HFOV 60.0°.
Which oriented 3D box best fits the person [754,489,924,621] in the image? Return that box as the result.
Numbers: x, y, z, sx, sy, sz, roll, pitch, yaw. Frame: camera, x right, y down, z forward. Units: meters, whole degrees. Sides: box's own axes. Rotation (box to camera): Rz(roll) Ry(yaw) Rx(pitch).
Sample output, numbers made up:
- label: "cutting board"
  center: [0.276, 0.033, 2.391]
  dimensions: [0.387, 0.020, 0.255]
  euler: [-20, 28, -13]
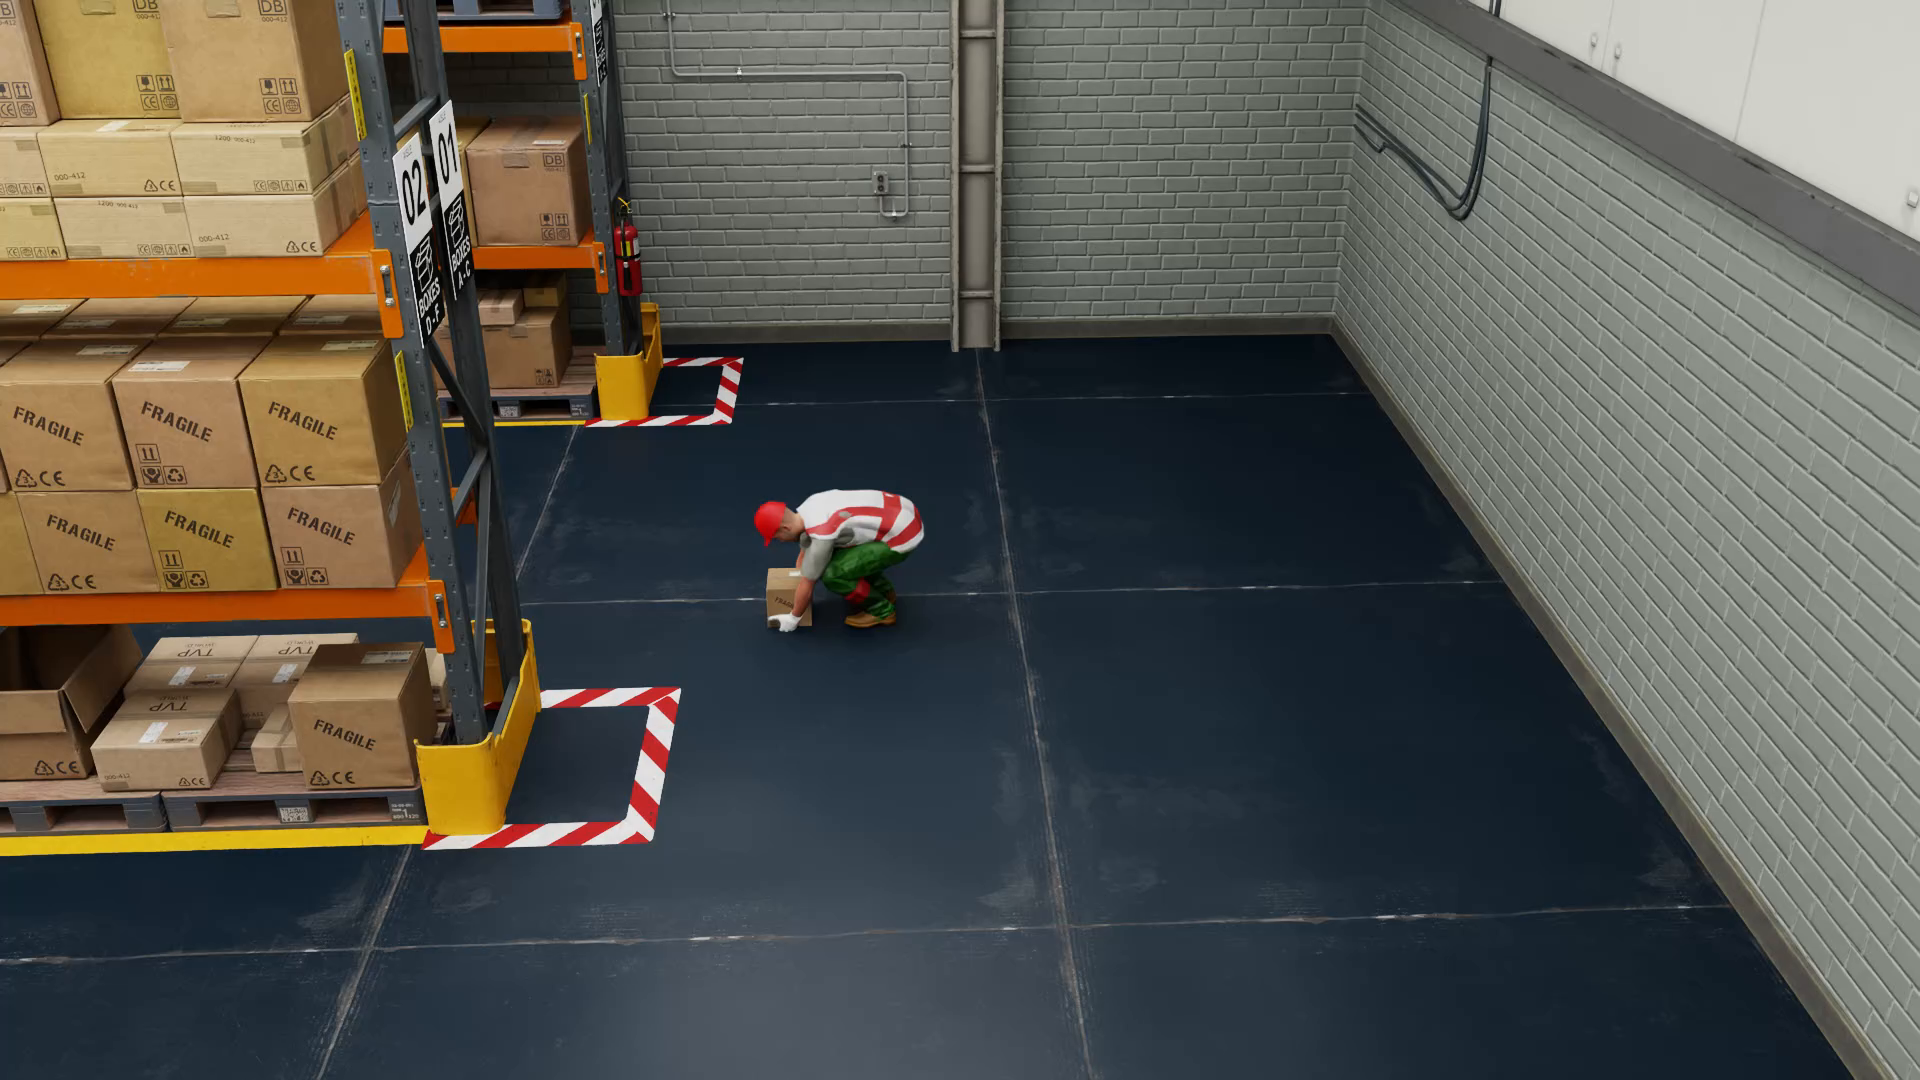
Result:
- label: "person"
  center: [-0.682, 0.072, 9.517]
  dimensions: [0.958, 0.734, 0.527]
  euler: [-2, 27, -4]
